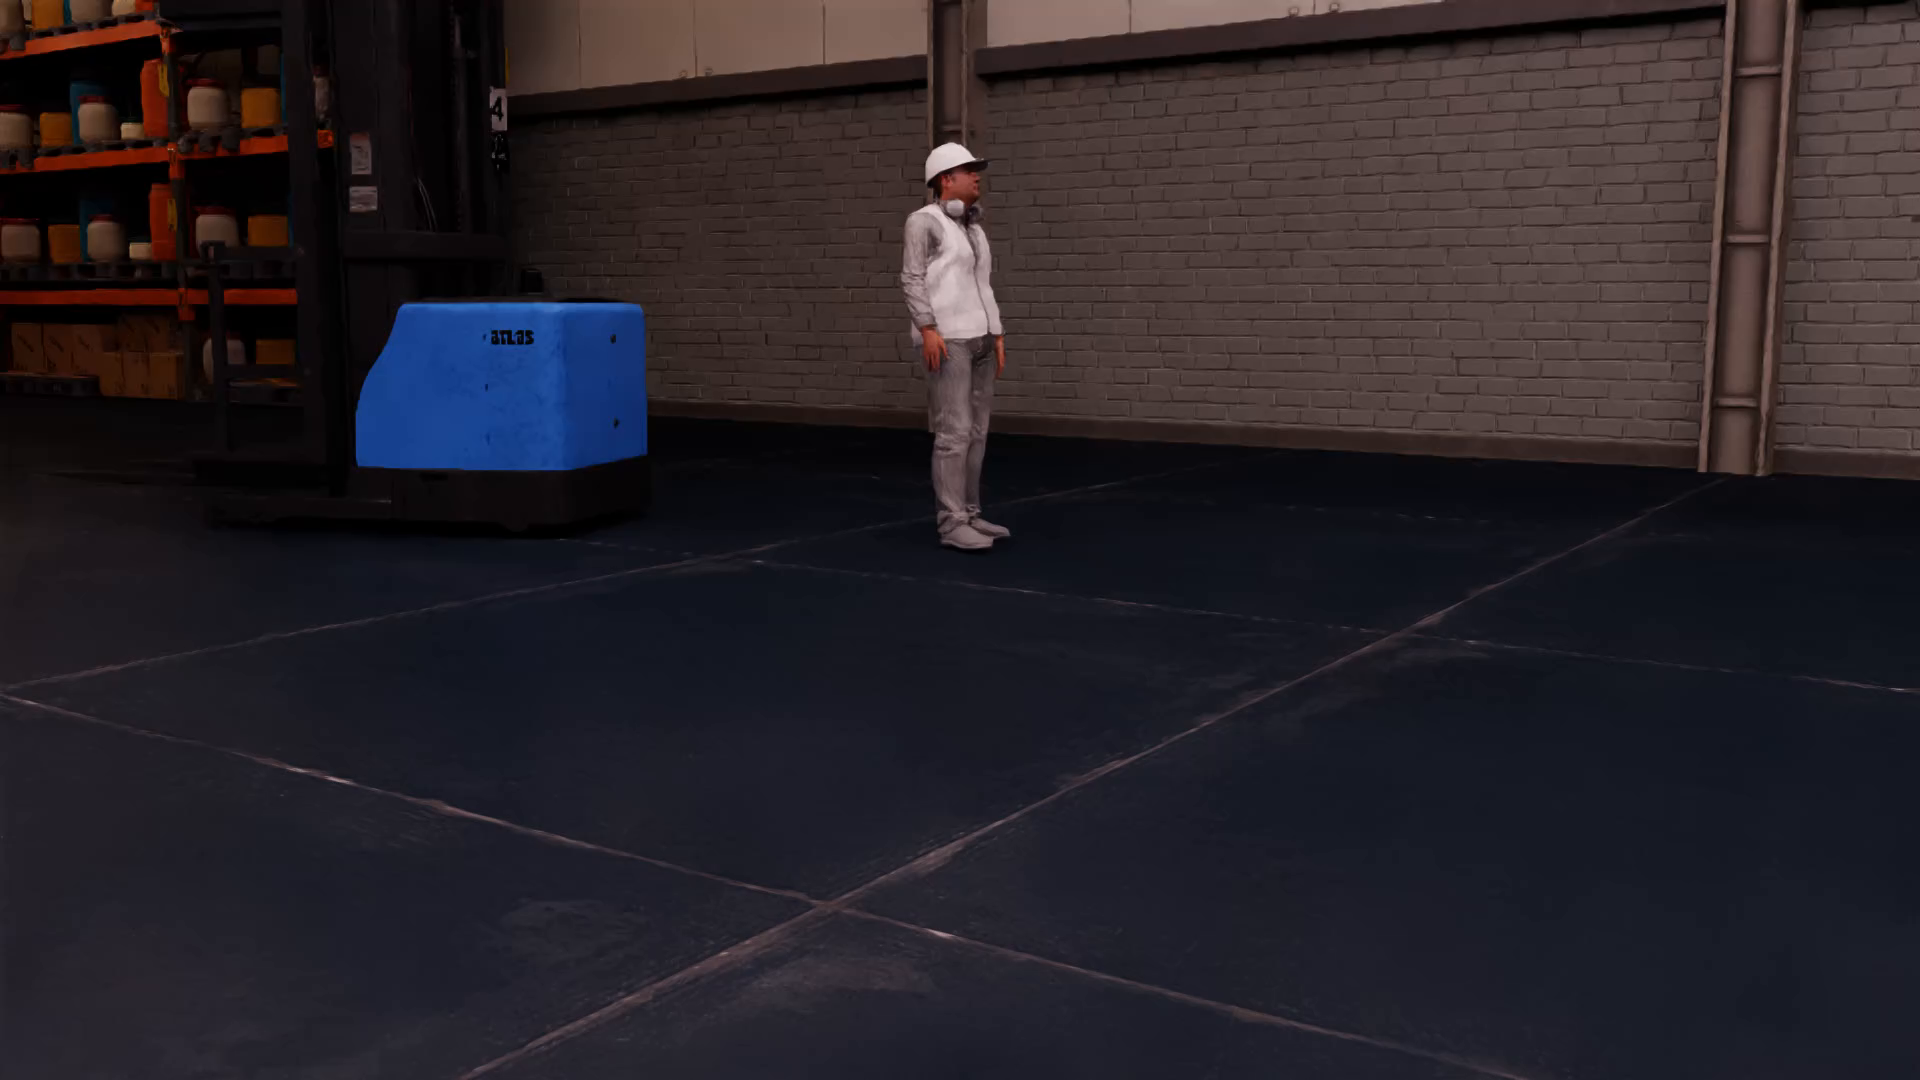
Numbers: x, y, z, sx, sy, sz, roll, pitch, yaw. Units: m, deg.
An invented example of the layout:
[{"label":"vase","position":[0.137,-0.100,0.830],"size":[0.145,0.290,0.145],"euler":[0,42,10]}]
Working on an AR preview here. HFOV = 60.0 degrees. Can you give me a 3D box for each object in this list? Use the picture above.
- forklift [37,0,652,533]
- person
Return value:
[{"label":"forklift","position":[-3.148,-1.571,8.241],"size":[3.031,2.935,1.130],"euler":[2,8,14]},{"label":"person","position":[0.047,-0.880,7.437],"size":[0.567,1.773,0.632],"euler":[5,10,34]}]
